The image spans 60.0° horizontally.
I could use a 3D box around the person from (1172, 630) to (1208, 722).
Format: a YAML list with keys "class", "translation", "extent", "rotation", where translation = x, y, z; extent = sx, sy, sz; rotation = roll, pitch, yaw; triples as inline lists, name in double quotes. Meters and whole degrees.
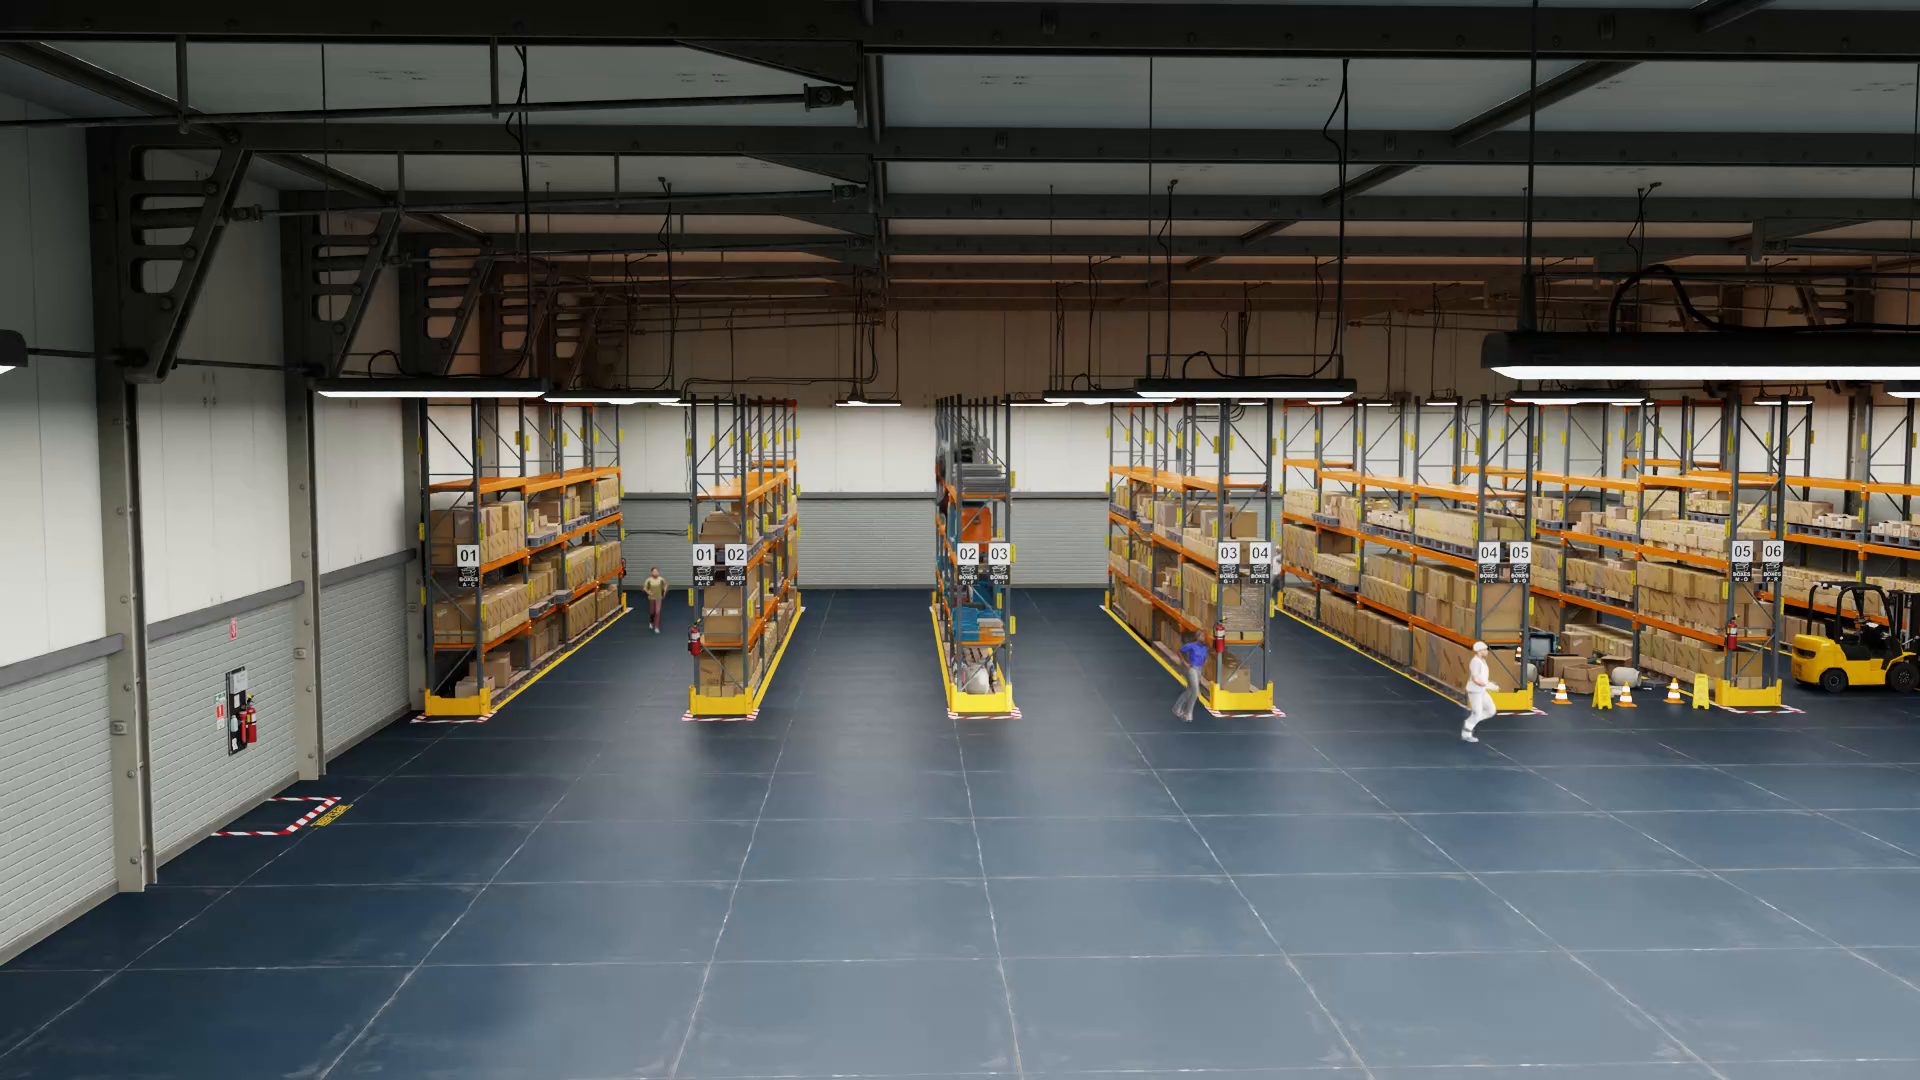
- class: "person"
  translation: [4.285, 2.511, 30.798]
  extent: [0.646, 1.695, 0.676]
  rotation: [-4, 6, -44]

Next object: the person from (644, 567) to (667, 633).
- class: "person"
  translation: [-7.836, 1.531, 42.799]
  extent: [0.600, 1.670, 0.794]
  rotation: [-1, 5, -16]

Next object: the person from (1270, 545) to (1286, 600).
- class: "person"
  translation: [9.332, 0.992, 49.039]
  extent: [0.852, 1.770, 0.703]
  rotation: [1, 5, 12]

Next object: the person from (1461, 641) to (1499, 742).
- class: "person"
  translation: [8.951, 2.602, 28.552]
  extent: [0.642, 1.735, 0.661]
  rotation: [3, 5, 31]
